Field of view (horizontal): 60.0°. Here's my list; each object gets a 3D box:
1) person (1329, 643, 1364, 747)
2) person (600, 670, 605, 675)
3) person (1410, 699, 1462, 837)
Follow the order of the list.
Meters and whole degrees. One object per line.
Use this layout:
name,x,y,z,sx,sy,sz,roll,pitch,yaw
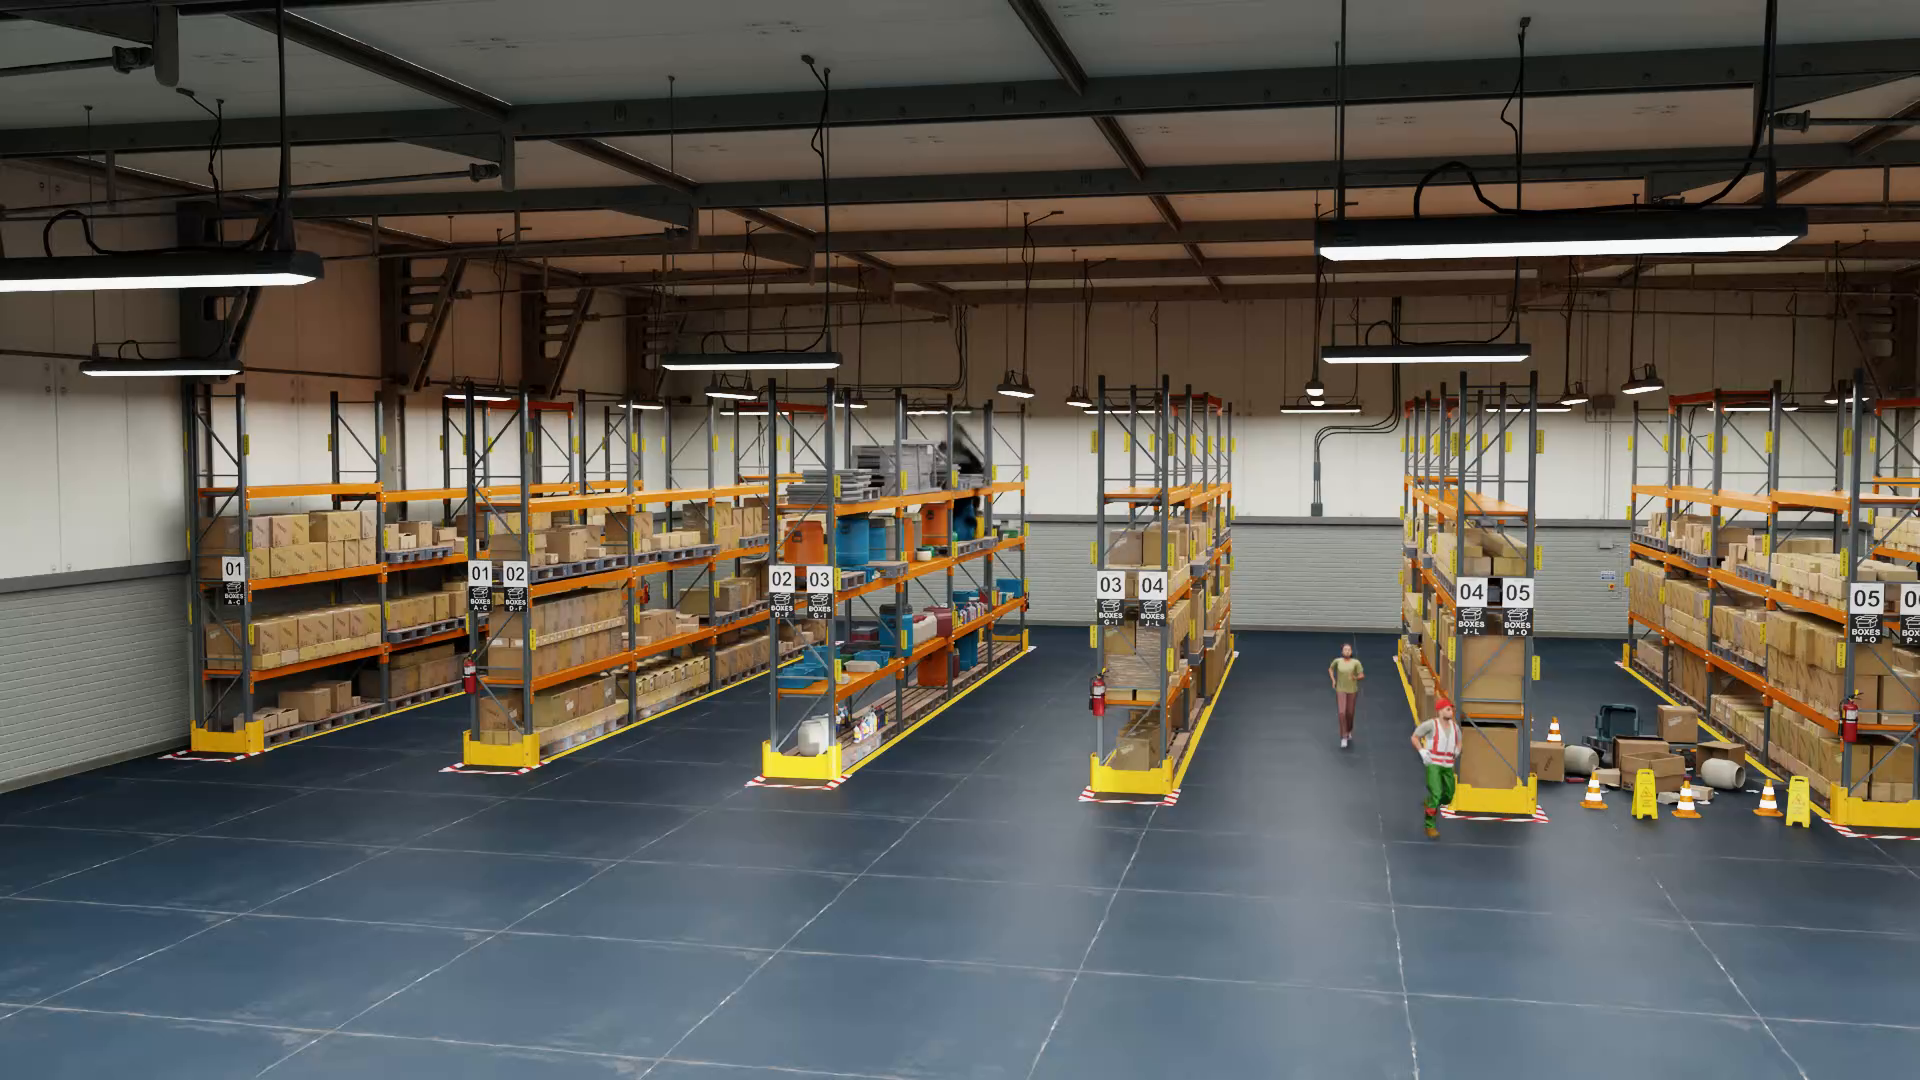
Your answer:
person,6.475,2.564,27.841,0.572,1.690,0.827,1,3,10
person,-7.167,2.283,32.919,0.663,1.676,0.600,0,3,4
person,6.232,2.923,21.612,0.691,1.731,0.775,-1,3,-15
